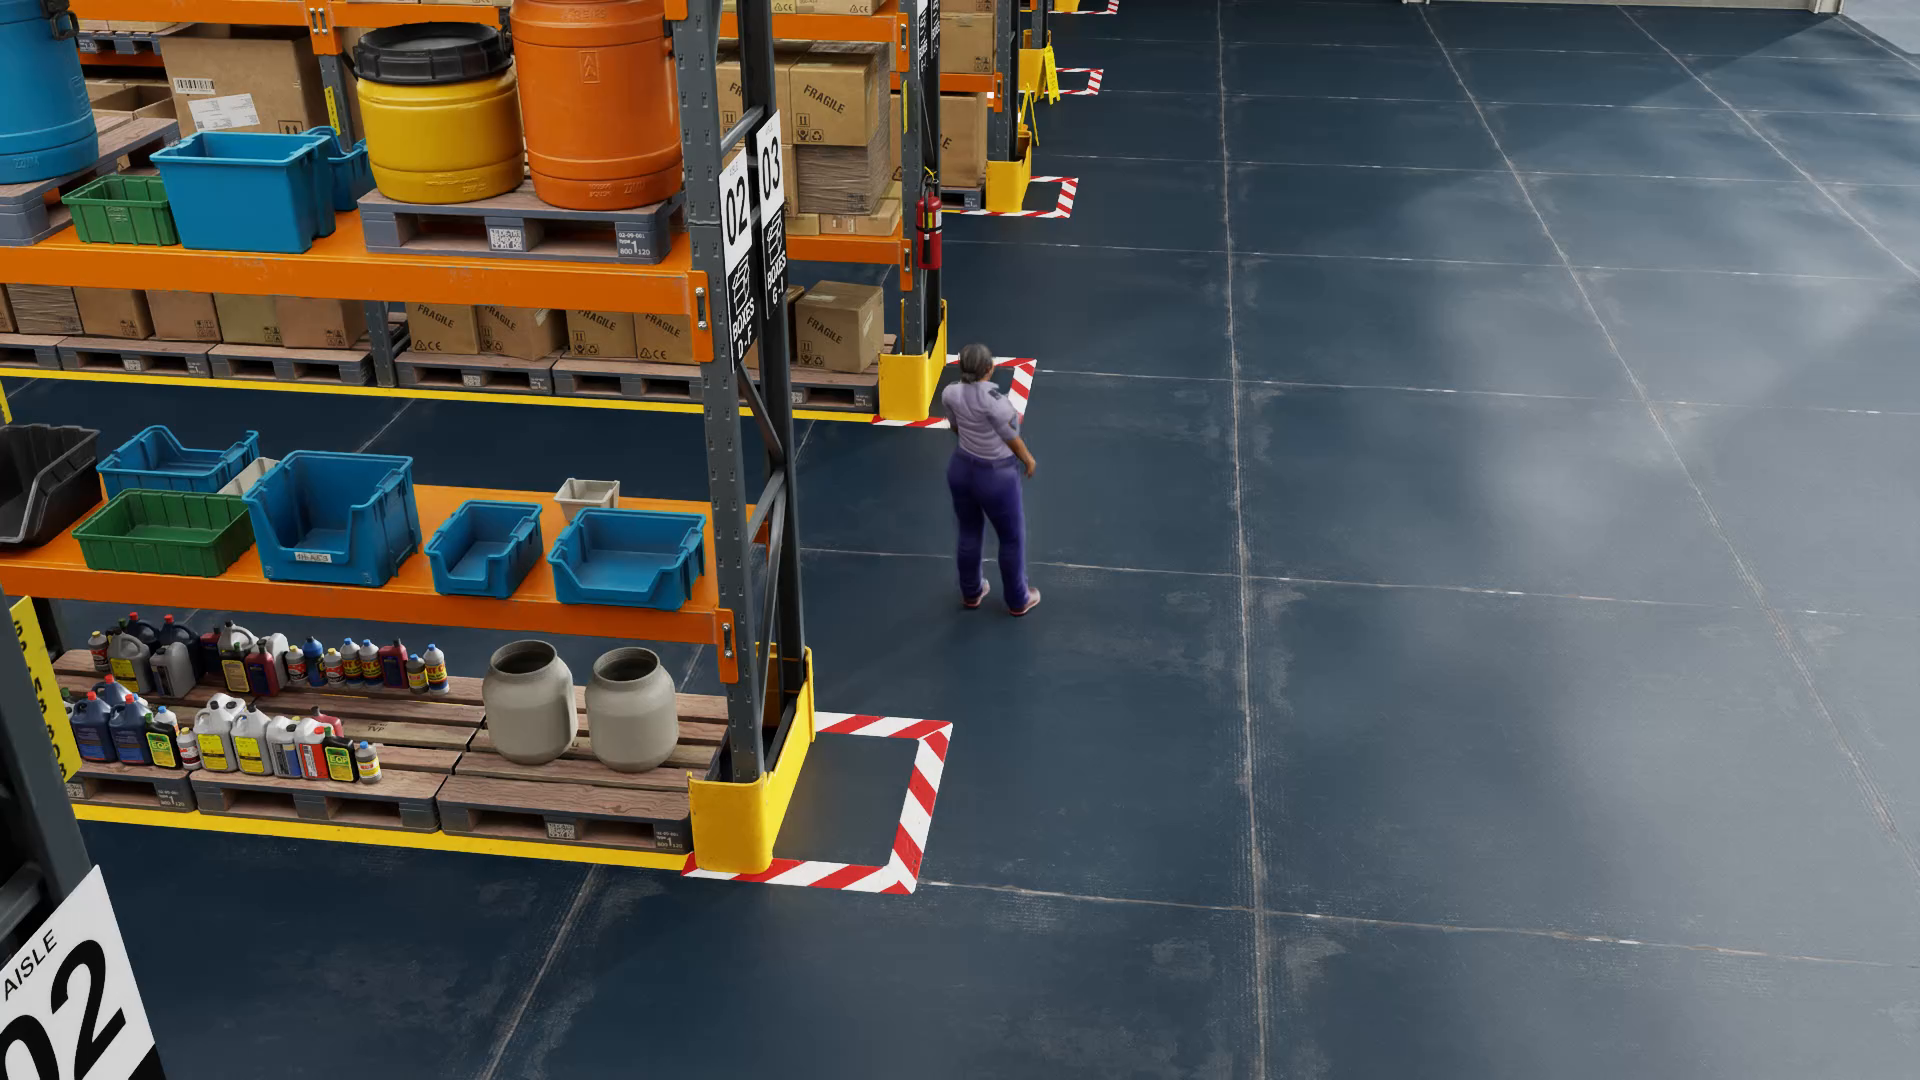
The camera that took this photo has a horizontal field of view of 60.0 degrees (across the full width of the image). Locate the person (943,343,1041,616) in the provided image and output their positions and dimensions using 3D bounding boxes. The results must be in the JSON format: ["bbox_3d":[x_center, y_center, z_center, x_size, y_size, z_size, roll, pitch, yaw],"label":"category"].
[{"bbox_3d":[0.178,-0.356,9.295,0.505,1.637,0.478,21,35,33],"label":"person"}]
